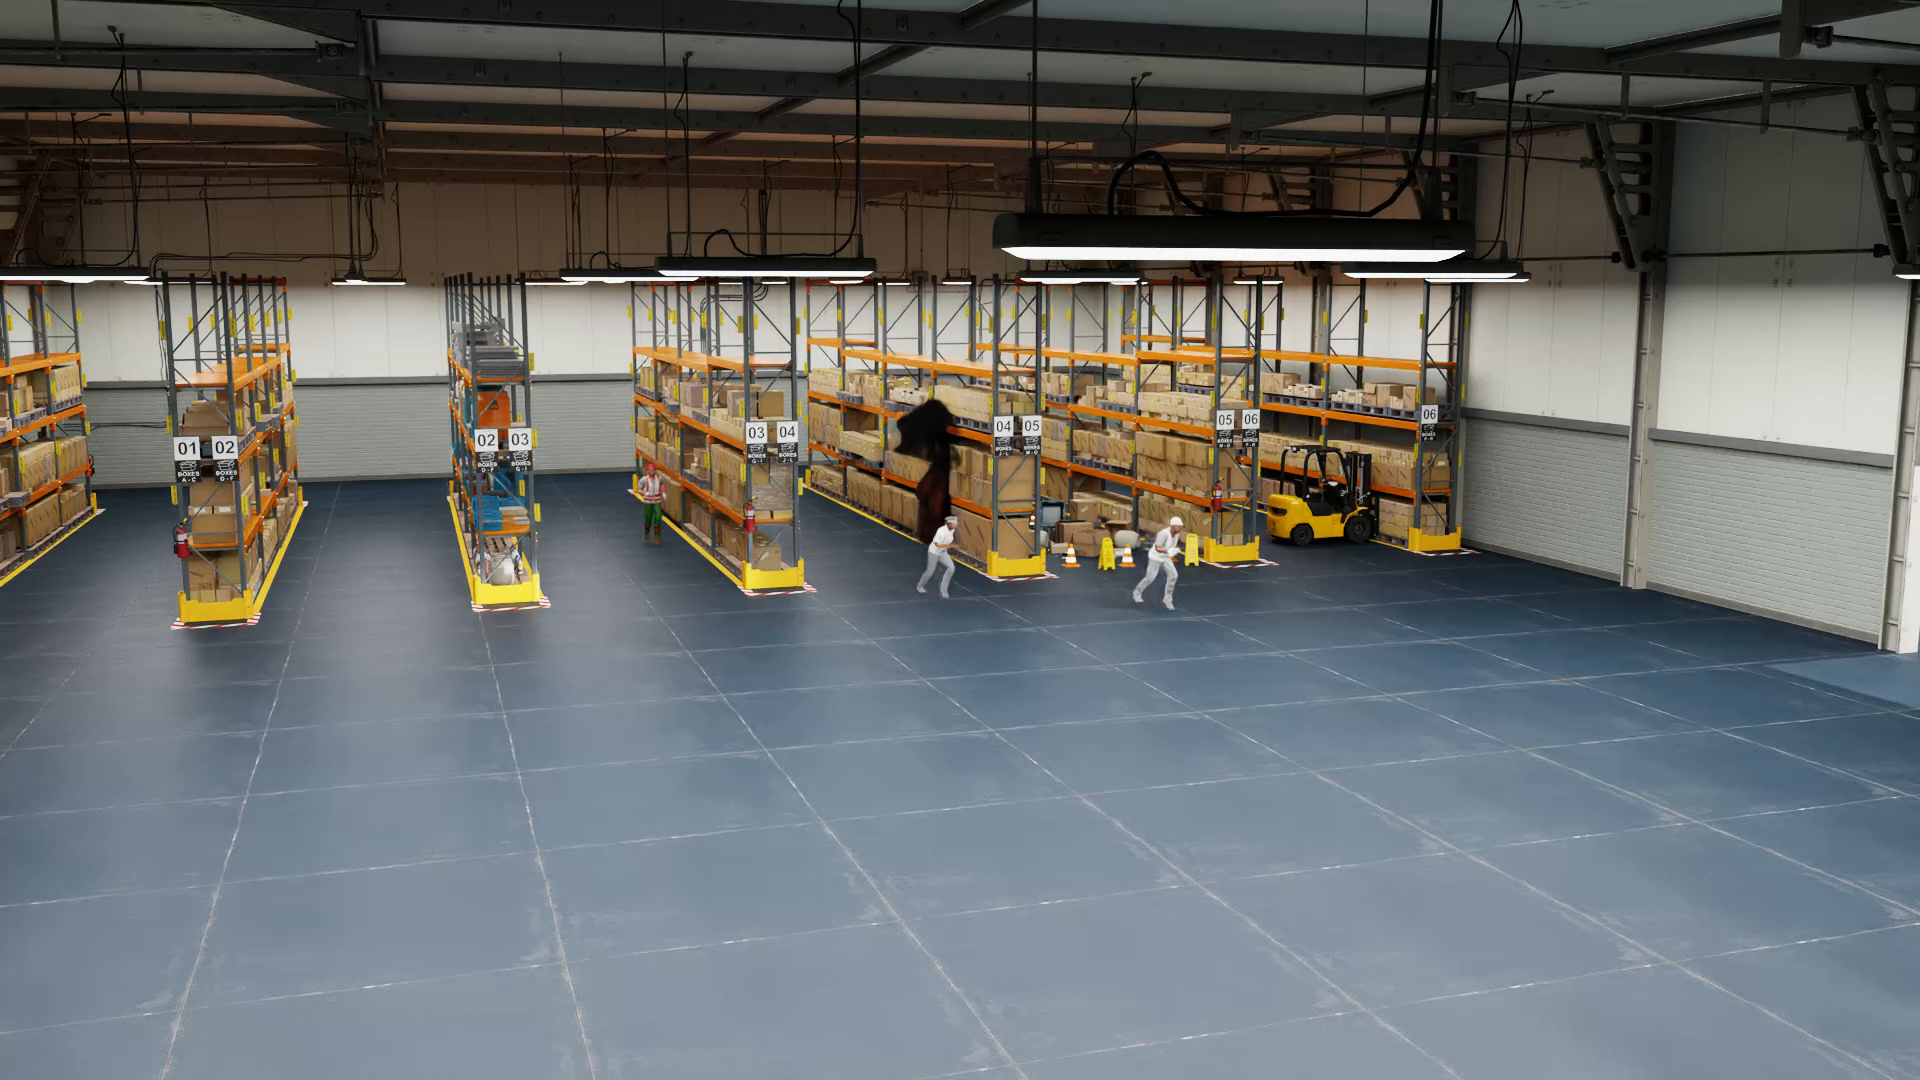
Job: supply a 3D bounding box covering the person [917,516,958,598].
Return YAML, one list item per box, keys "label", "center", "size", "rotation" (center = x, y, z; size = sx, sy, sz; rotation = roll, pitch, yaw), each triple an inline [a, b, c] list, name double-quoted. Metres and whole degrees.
- label: "person"
  center: [-0.396, 0.312, 31.057]
  size: [0.958, 1.592, 0.613]
  rotation: [6, 11, 35]

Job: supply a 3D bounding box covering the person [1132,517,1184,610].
- label: "person"
  center: [3.586, 0.409, 30.027]
  size: [1.024, 1.722, 0.729]
  rotation: [7, 11, 37]

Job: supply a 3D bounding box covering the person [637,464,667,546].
- label: "person"
  center: [-6.948, -0.811, 37.530]
  size: [0.680, 1.839, 0.842]
  rotation: [-4, 9, -23]

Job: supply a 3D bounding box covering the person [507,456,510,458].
- label: "person"
  center: [-12.690, -2.091, 46.598]
  size: [0.690, 1.712, 0.658]
  rotation: [3, 9, 18]
